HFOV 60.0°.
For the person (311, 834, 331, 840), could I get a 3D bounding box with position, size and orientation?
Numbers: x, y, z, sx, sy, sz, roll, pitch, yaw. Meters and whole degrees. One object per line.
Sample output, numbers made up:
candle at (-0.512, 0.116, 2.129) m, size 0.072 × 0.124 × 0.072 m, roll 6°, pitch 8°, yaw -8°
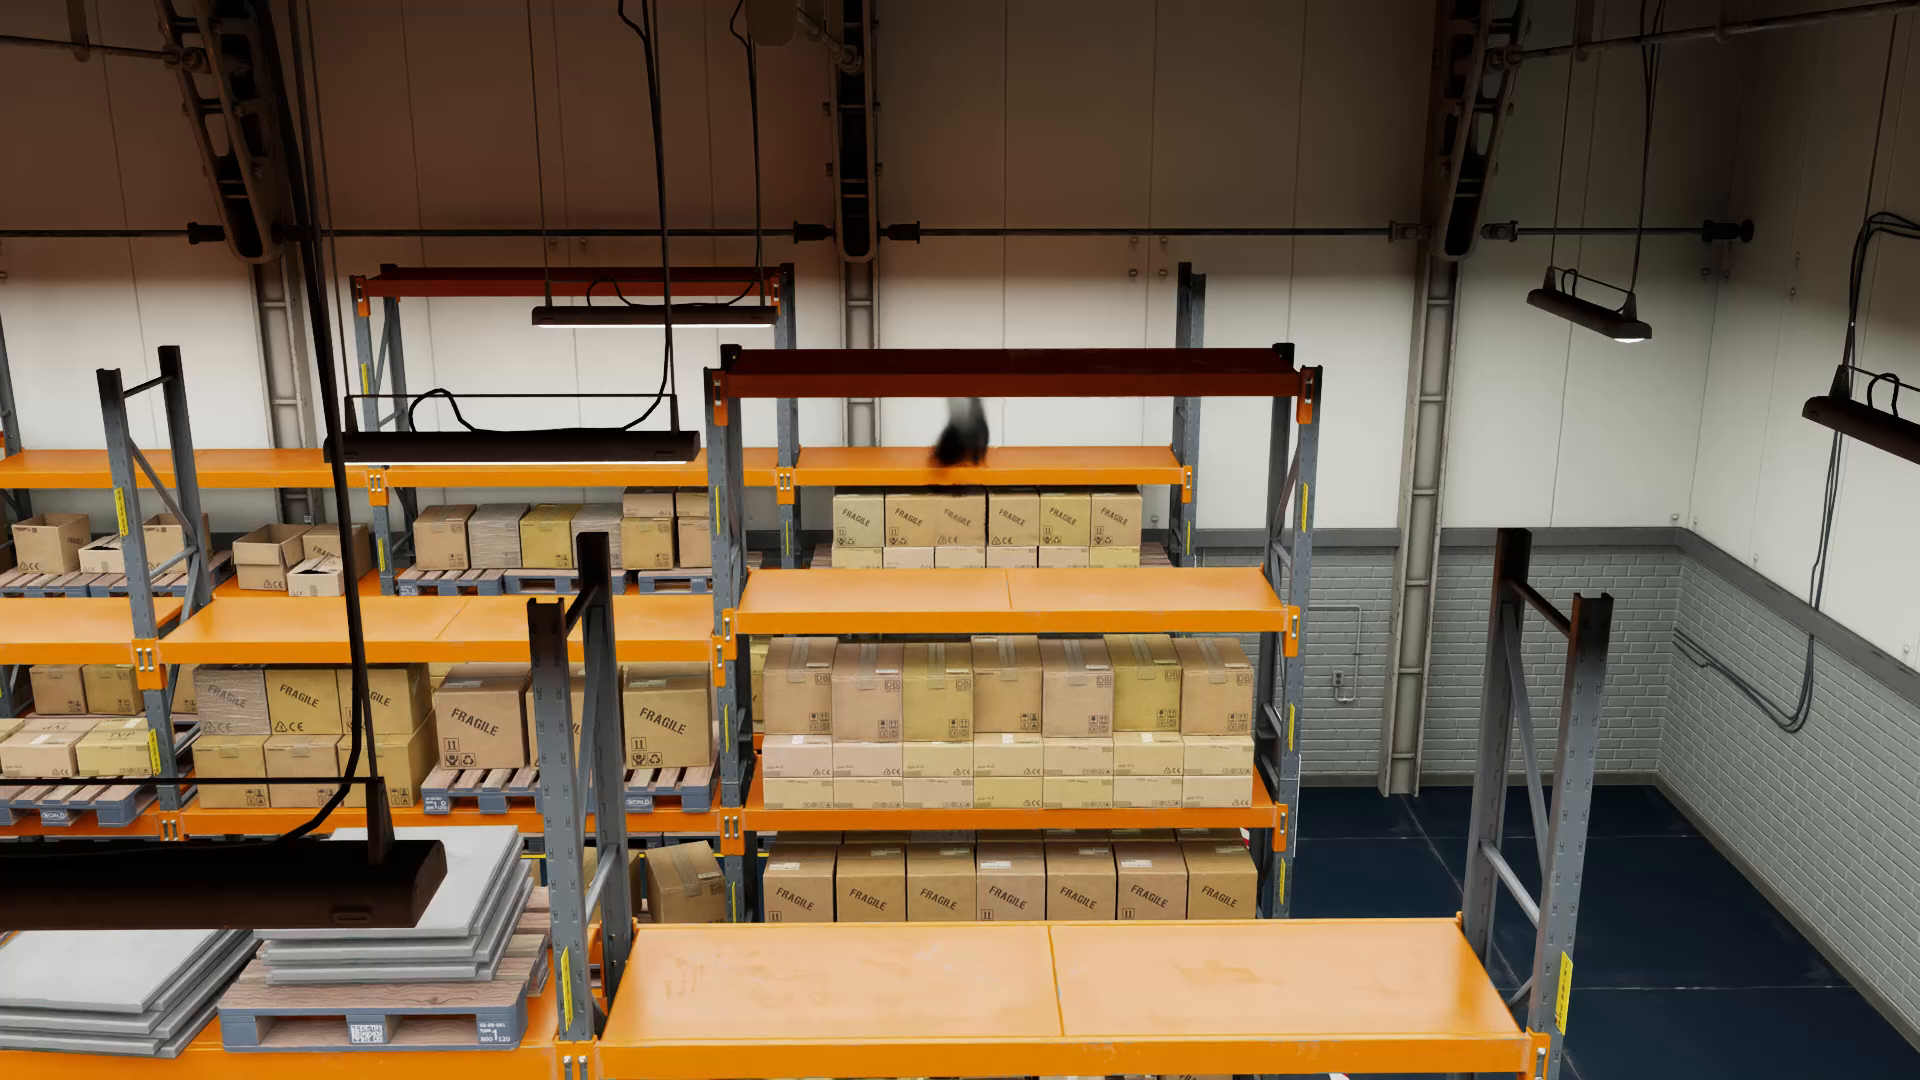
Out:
person at (-5.530, 3.094, 14.787) m, size 0.624 × 1.604 × 0.596 m, roll -11°, pitch 19°, yaw -33°
